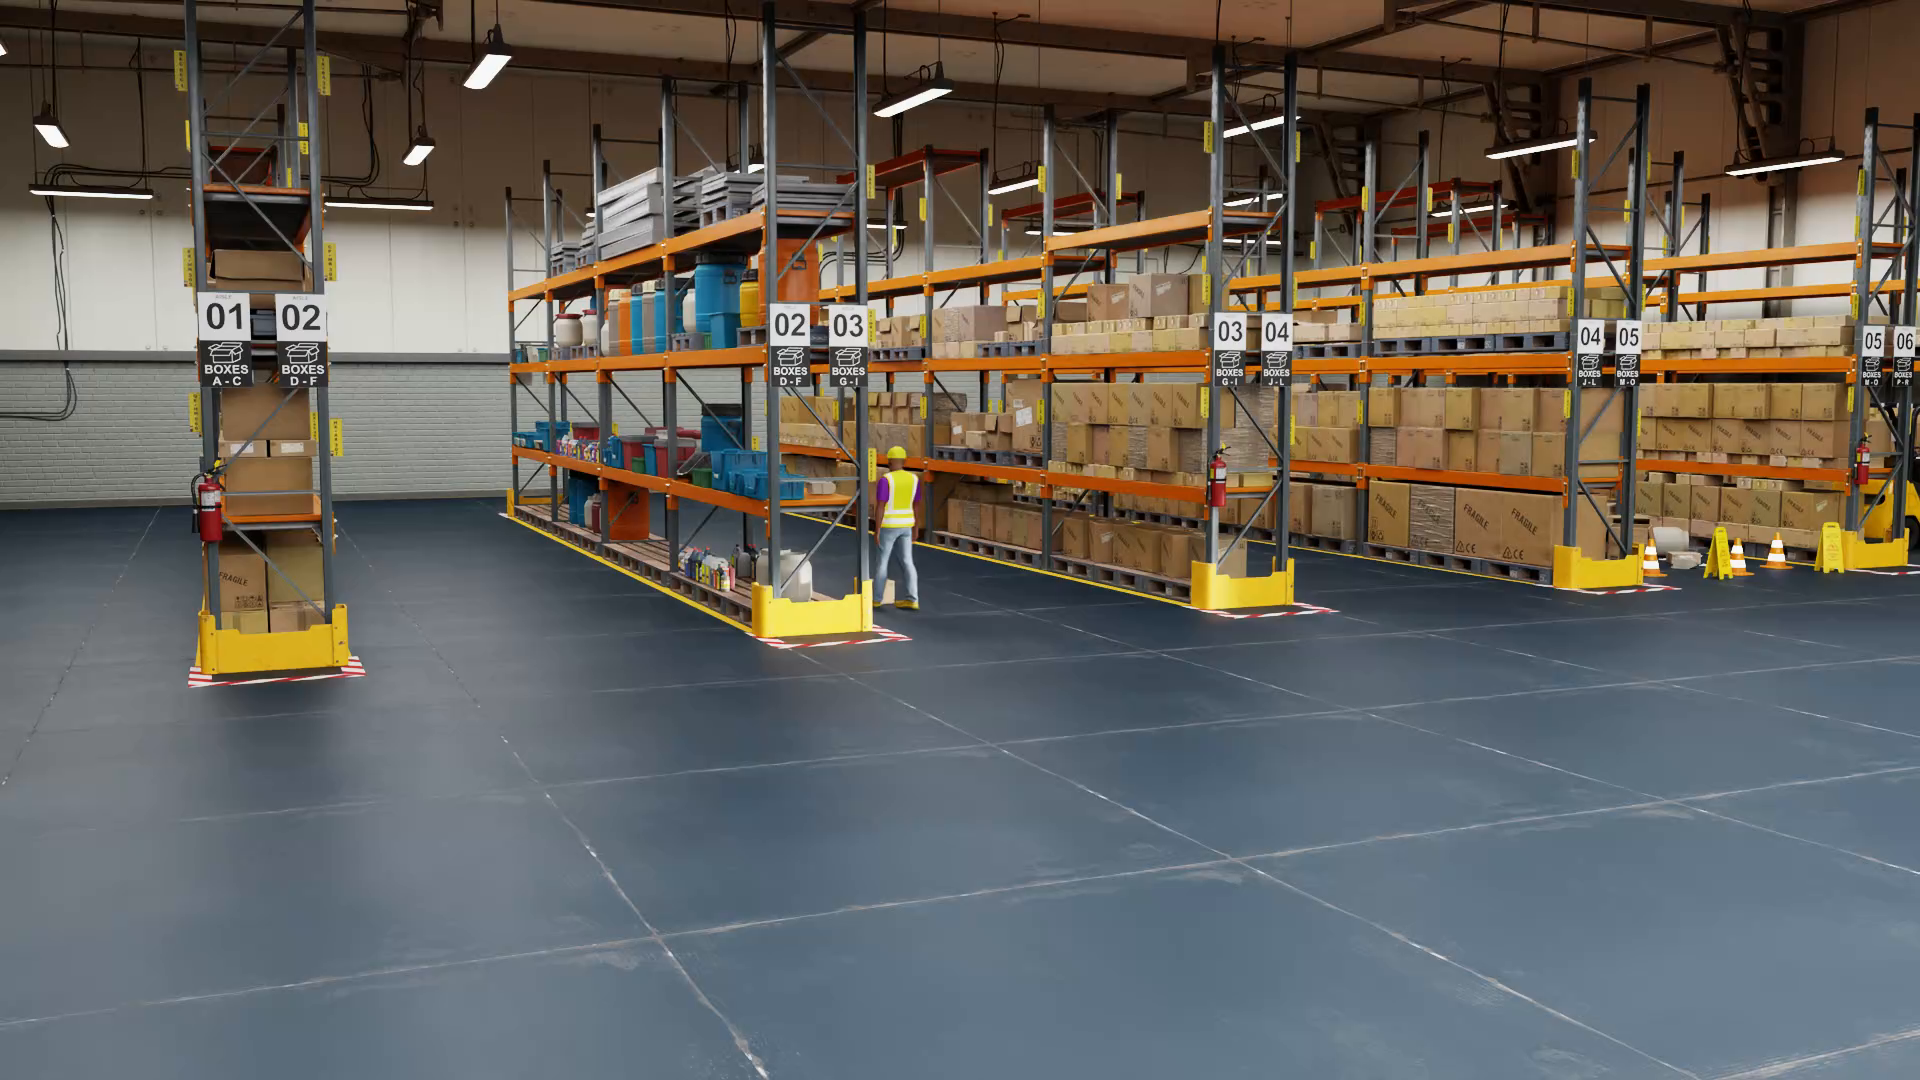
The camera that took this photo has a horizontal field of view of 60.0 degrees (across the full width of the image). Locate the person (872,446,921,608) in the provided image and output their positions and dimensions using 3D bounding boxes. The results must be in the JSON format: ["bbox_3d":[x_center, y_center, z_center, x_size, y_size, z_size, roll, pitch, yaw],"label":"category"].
[{"bbox_3d":[-0.755,-0.145,18.161,0.592,1.761,0.667,-4,7,-36],"label":"person"}]
